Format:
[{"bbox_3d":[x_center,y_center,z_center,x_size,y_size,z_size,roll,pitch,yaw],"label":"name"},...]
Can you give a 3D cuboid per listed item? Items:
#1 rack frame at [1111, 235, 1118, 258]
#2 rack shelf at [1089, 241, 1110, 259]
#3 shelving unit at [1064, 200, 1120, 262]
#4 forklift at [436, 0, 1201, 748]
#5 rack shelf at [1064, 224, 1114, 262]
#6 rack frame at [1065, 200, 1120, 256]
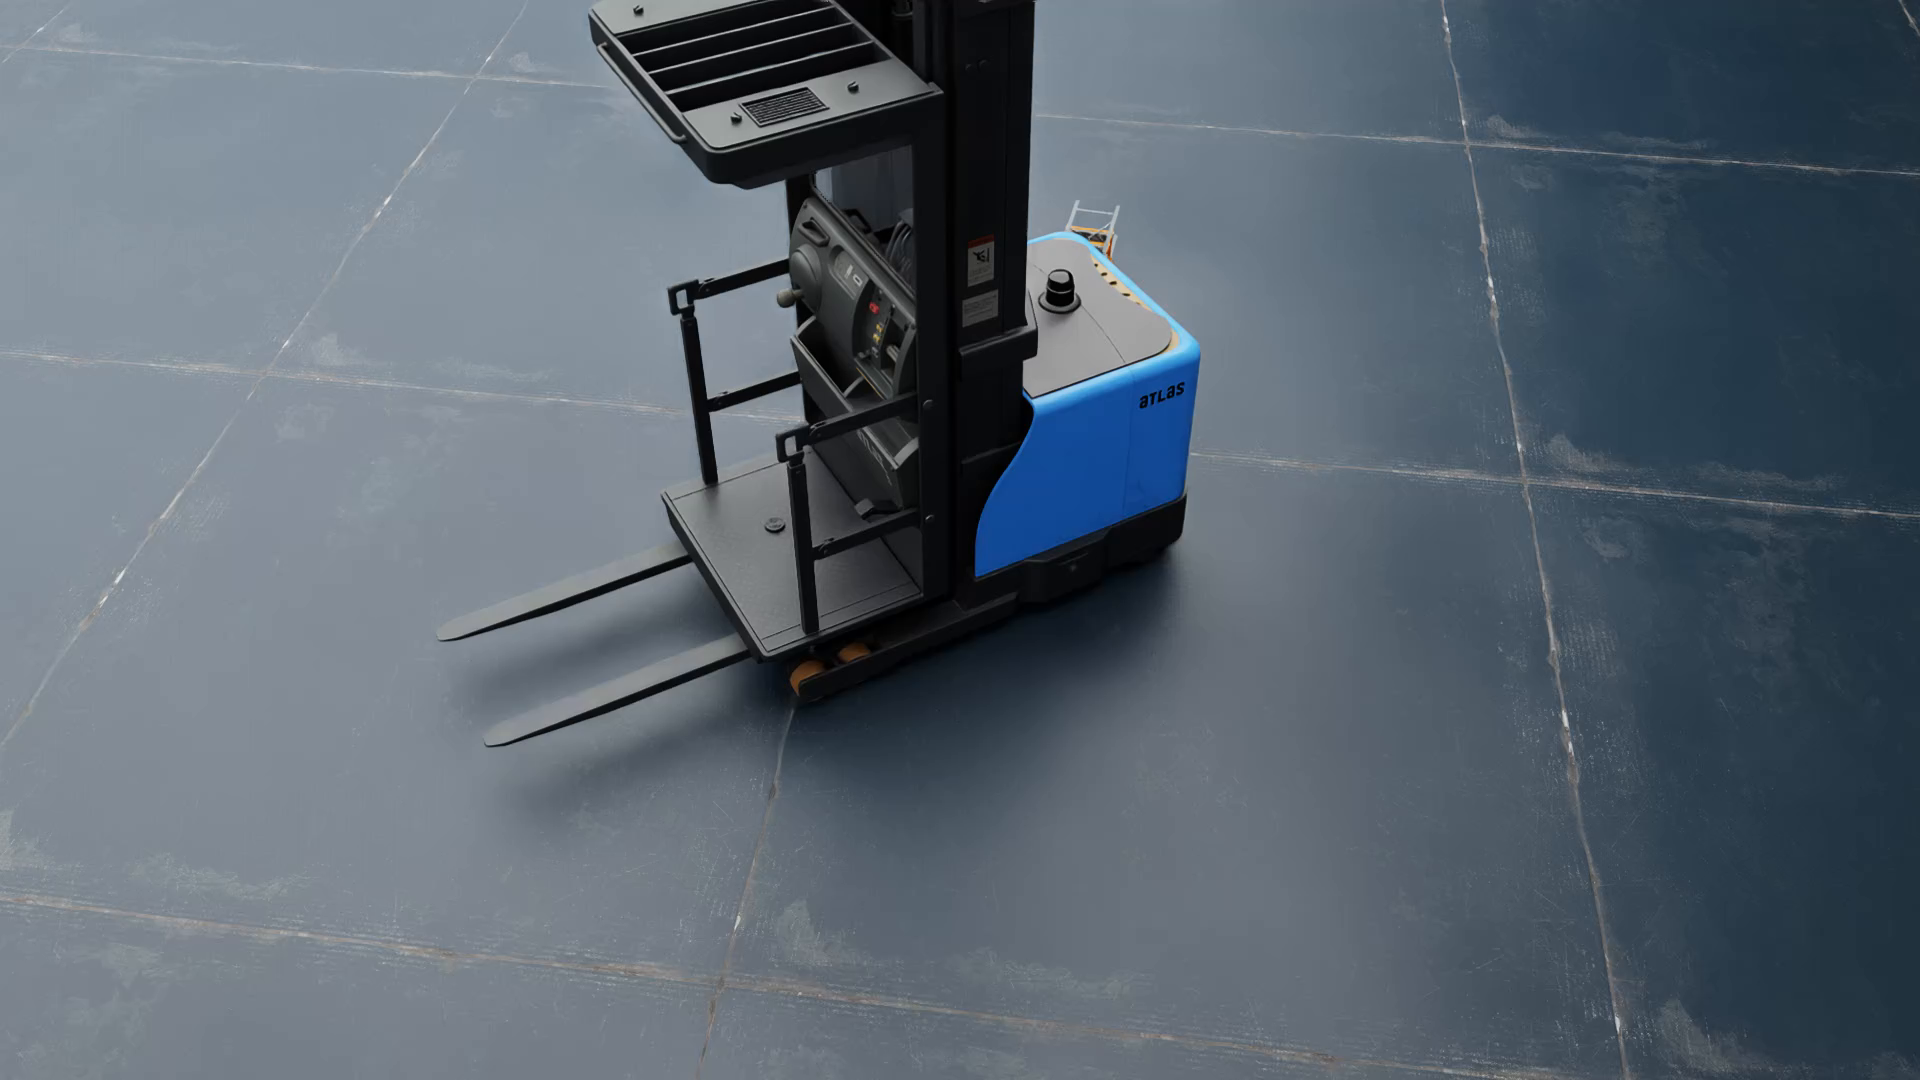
[{"bbox_3d":[0.599,-1.261,8.574,0.240,0.006,1.200,9,44,10],"label":"rack frame"},{"bbox_3d":[0.644,-1.459,8.650,0.258,0.180,0.103,9,44,10],"label":"rack shelf"},{"bbox_3d":[0.599,-1.328,8.512,0.258,0.189,1.200,9,44,10],"label":"shelving unit"},{"bbox_3d":[-0.579,-0.844,6.010,3.031,2.935,1.130,-21,47,-21],"label":"forklift"},{"bbox_3d":[0.671,-1.539,8.735,0.258,0.180,0.103,9,44,10],"label":"rack shelf"},{"bbox_3d":[0.599,-1.394,8.449,0.240,0.006,1.200,9,44,10],"label":"rack frame"}]
